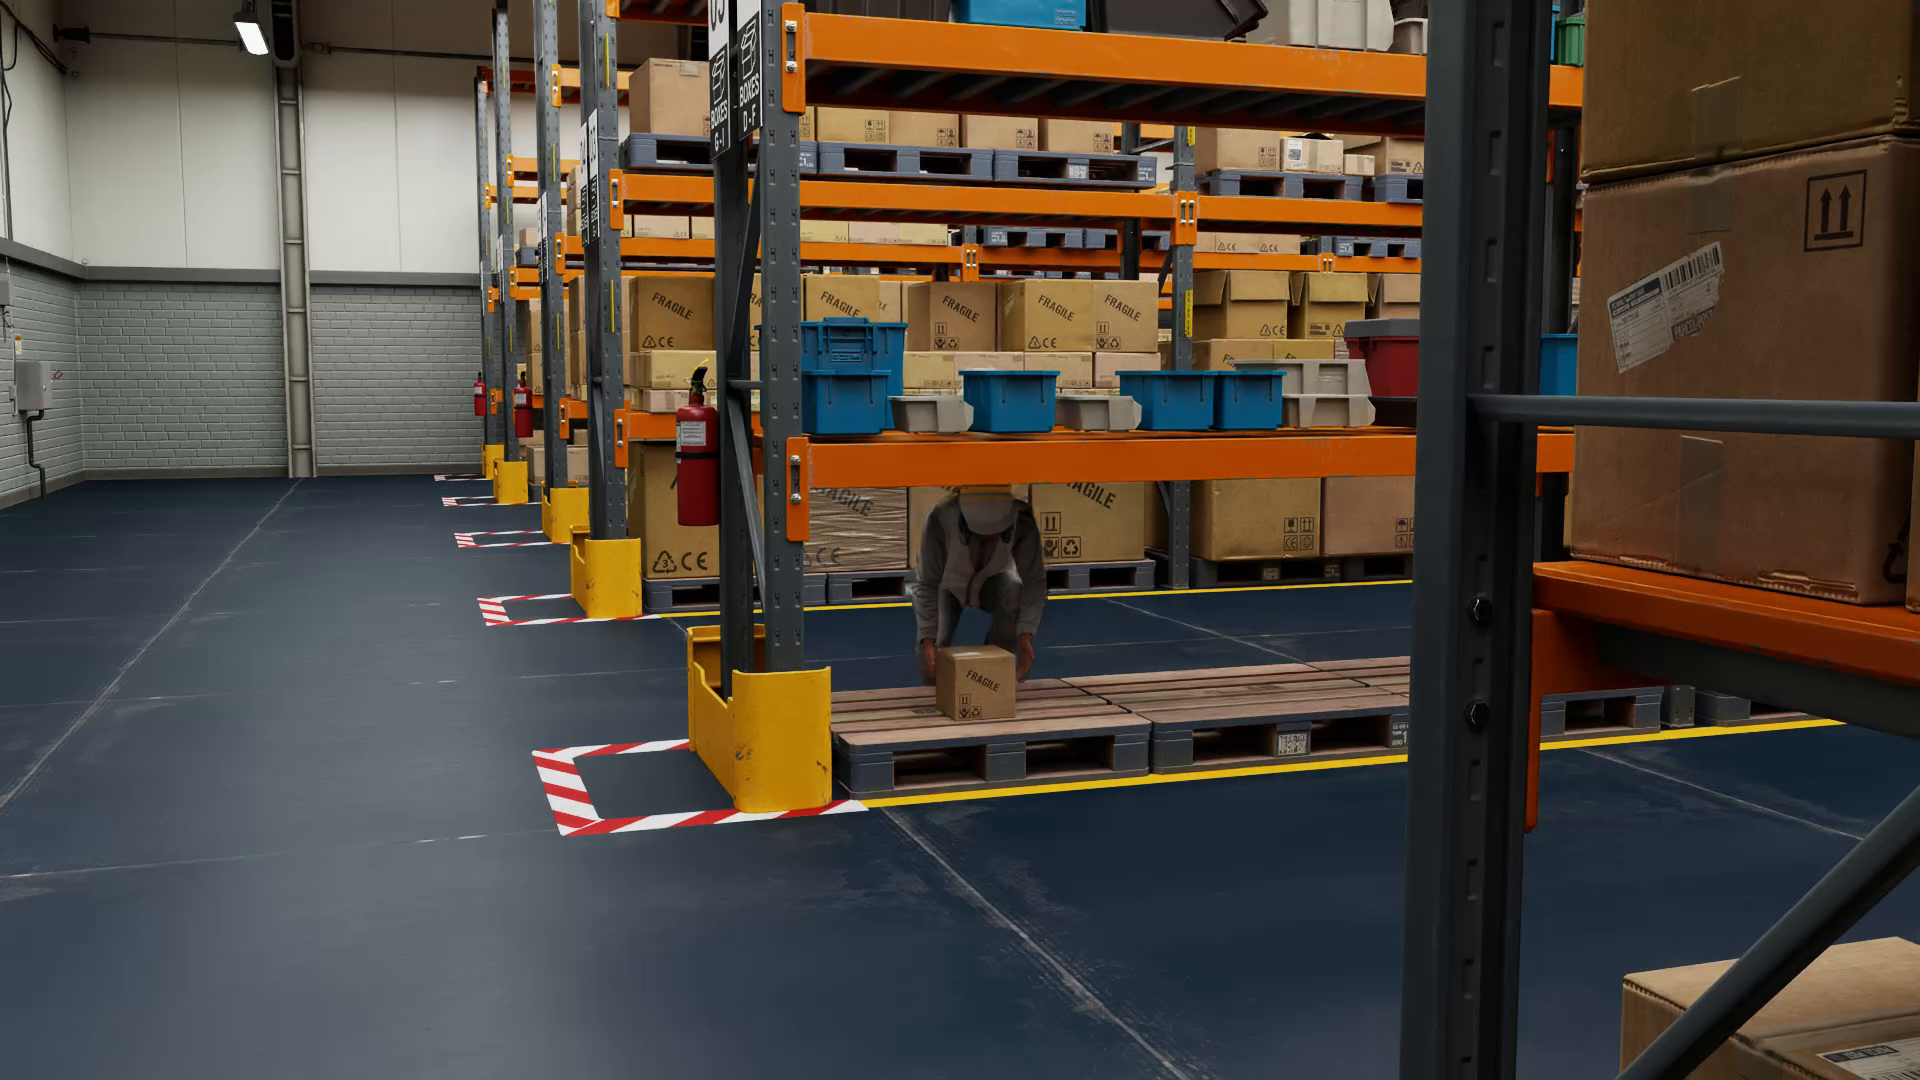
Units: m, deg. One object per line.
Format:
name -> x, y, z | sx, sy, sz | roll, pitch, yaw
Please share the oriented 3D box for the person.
person -> 0.083, 0.258, 7.199 | 0.568, 1.161, 0.874 | 0, 6, -2
